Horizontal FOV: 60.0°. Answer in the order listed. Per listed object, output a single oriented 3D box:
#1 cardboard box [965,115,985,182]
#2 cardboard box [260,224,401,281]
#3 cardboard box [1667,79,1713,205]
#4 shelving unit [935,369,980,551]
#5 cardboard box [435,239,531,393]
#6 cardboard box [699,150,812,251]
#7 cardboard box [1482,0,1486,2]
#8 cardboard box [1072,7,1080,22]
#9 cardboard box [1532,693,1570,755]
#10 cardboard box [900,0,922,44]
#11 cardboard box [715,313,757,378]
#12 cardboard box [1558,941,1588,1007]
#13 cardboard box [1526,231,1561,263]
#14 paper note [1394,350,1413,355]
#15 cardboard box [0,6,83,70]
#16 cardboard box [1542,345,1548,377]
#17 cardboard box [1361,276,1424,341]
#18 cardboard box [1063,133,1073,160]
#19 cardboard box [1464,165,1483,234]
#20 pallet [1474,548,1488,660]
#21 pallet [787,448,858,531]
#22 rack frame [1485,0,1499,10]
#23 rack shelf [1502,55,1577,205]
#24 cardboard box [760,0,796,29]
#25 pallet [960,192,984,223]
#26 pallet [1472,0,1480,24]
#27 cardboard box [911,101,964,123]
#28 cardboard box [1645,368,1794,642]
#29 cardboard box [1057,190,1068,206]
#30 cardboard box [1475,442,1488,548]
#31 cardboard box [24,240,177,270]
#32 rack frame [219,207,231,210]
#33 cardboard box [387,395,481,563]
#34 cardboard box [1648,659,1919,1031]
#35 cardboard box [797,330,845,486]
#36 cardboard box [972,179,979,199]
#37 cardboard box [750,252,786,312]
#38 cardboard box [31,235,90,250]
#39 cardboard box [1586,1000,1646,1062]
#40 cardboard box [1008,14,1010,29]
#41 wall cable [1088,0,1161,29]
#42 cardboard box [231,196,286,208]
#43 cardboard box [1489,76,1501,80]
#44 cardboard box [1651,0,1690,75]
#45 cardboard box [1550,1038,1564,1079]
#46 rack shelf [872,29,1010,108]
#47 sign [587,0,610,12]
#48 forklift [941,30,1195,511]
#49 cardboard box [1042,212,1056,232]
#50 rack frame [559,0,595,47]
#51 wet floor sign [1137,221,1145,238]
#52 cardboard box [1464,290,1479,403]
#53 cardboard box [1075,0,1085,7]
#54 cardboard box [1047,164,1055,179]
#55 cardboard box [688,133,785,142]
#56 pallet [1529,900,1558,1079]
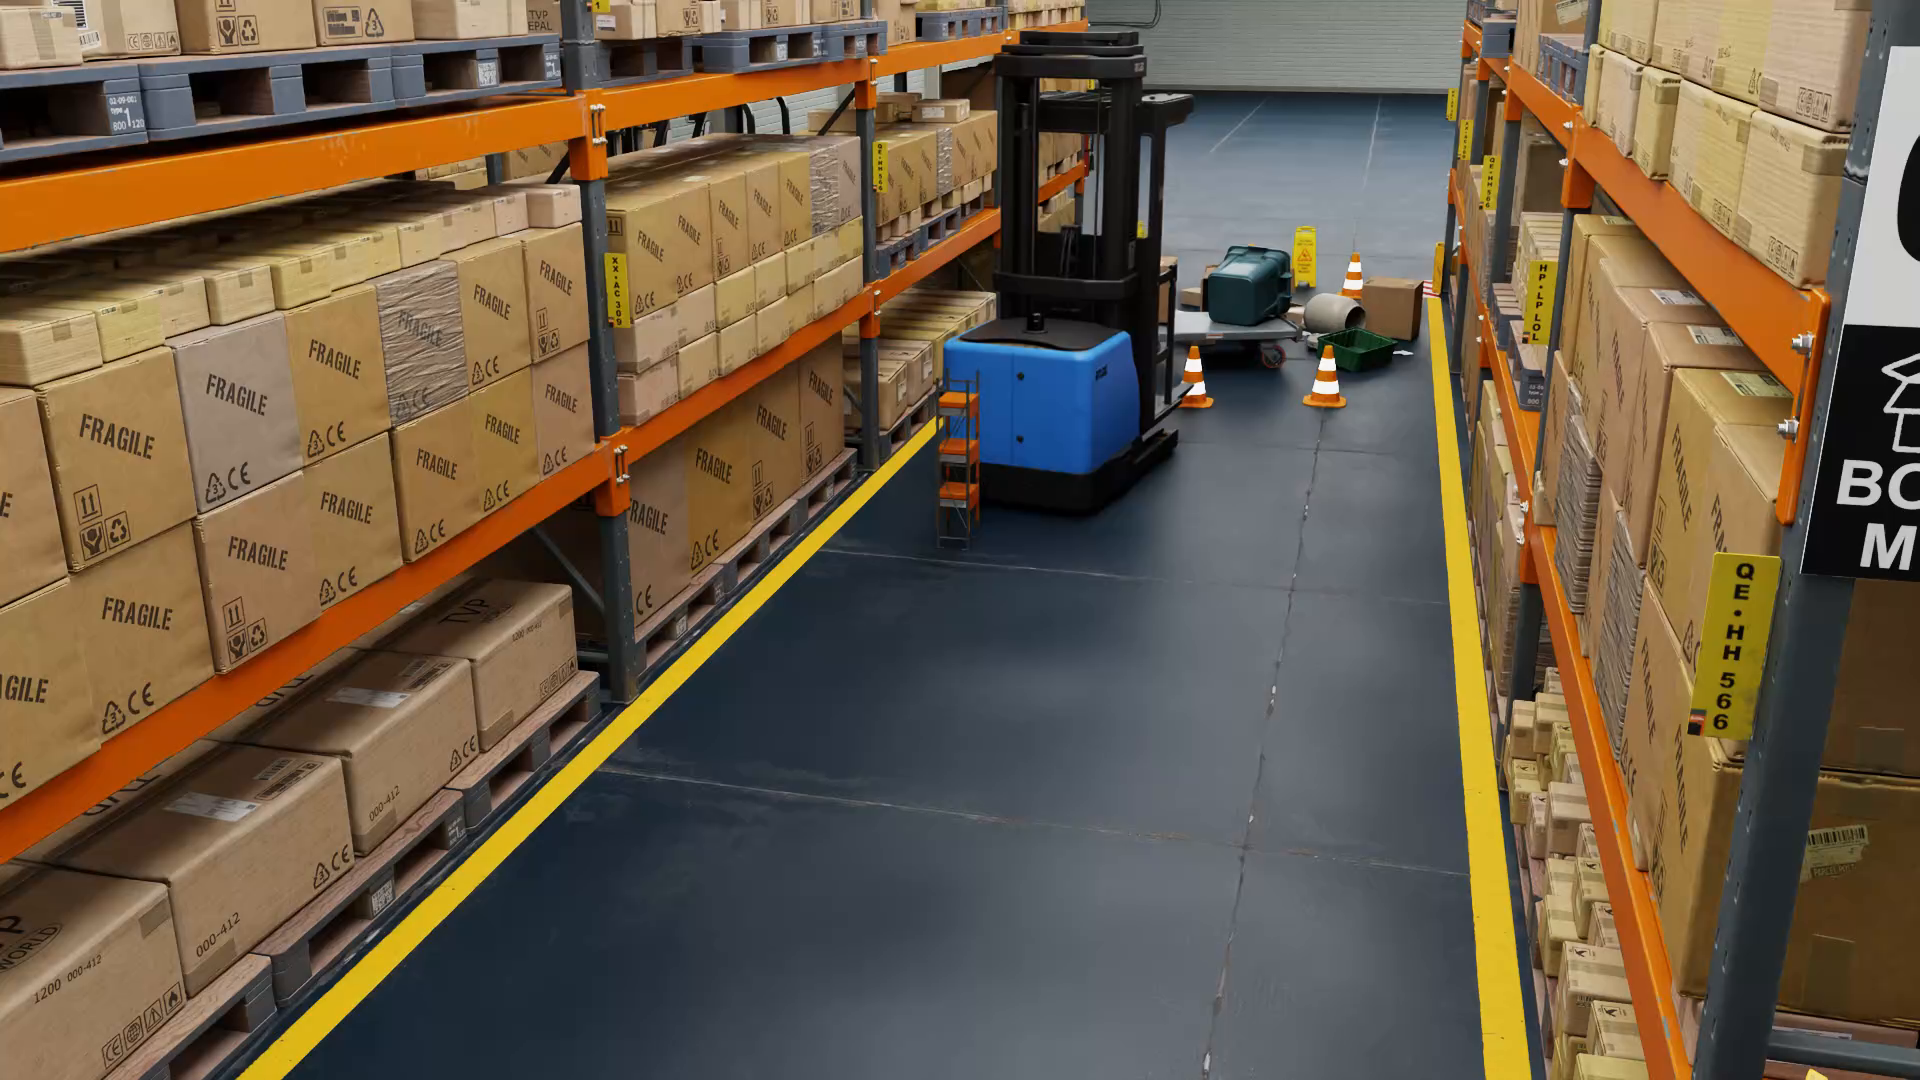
[{"bbox_3d":[-0.094,-3.263,13.835,0.500,0.500,0.500,5,19,14],"label":"cardboard box"},{"bbox_3d":[-2.179,-0.997,5.761,0.380,0.149,0.250,4,19,12],"label":"cardboard box"},{"bbox_3d":[1.915,-0.901,3.776,0.500,0.250,0.500,6,20,16],"label":"cardboard box"},{"bbox_3d":[-0.013,-0.480,9.969,0.215,1.050,0.252,5,19,13],"label":"shelving unit"},{"bbox_3d":[-2.018,-0.879,6.420,0.500,0.500,0.500,4,19,13],"label":"cardboard box"},{"bbox_3d":[-1.179,-1.962,9.590,0.500,0.500,0.500,5,19,13],"label":"cardboard box"},{"bbox_3d":[4.520,-4.521,13.728,0.380,0.149,0.250,5,19,13],"label":"cardboard box"},{"bbox_3d":[1.048,-5.534,17.498,0.380,0.149,0.250,5,19,14],"label":"cardboard box"},{"bbox_3d":[2.376,0.714,6.296,0.380,0.149,0.250,6,20,16],"label":"cardboard box"},{"bbox_3d":[-0.716,-3.890,12.134,0.797,0.503,0.637,5,19,13],"label":"cardboard box"},{"bbox_3d":[-1.409,-1.055,8.867,0.500,0.250,0.500,4,19,13],"label":"cardboard box"},{"bbox_3d":[1.981,1.342,4.918,0.380,0.149,0.250,6,20,16],"label":"cardboard box"},{"bbox_3d":[3.270,-1.569,8.960,0.380,0.149,0.250,4,19,11],"label":"cardboard box"},{"bbox_3d":[4.027,-1.713,15.154,0.147,0.020,0.142,-9,21,-24],"label":"paper note"},{"bbox_3d":[-2.527,-1.303,4.305,0.380,0.149,0.250,5,20,15],"label":"cardboard box"},{"bbox_3d":[2.878,-0.786,7.586,0.380,0.149,0.250,4,19,11],"label":"cardboard box"},{"bbox_3d":[4.125,-2.221,15.913,0.500,0.500,0.500,8,21,23],"label":"cardboard box"},{"bbox_3d":[0.901,-4.288,17.486,0.500,0.500,0.500,5,19,14],"label":"cardboard box"},{"bbox_3d":[4.351,-2.739,13.411,0.500,0.500,0.500,5,19,14],"label":"cardboard box"},{"bbox_3d":[3.271,0.364,8.795,1.003,0.211,1.213,5,19,13],"label":"pallet"},{"bbox_3d":[-1.327,-0.380,10.974,1.003,0.211,1.213,5,19,13],"label":"pallet"},{"bbox_3d":[4.741,-5.674,12.878,1.000,3.000,0.127,5,19,13],"label":"rack frame"},{"bbox_3d":[3.275,-2.034,7.974,1.077,0.370,4.000,5,19,13],"label":"rack shelf"},{"bbox_3d":[-1.211,-3.031,8.976,0.500,0.500,0.500,5,19,14],"label":"cardboard box"},{"bbox_3d":[-0.412,-2.876,14.263,1.003,0.211,1.213,5,19,13],"label":"pallet"},{"bbox_3d":[5.251,-4.850,15.242,1.003,0.211,1.213,5,19,13],"label":"pallet"},{"bbox_3d":[-0.178,-3.421,13.294,0.380,0.149,0.250,4,19,11],"label":"cardboard box"},{"bbox_3d":[1.803,-0.057,3.553,0.500,0.500,0.500,4,19,12],"label":"cardboard box"},{"bbox_3d":[0.926,-3.616,17.573,0.380,0.149,0.250,5,20,15],"label":"cardboard box"},{"bbox_3d":[3.224,-0.238,9.461,0.500,0.500,0.500,5,19,14],"label":"cardboard box"},{"bbox_3d":[-2.781,-0.874,5.401,0.380,0.149,0.250,5,20,15],"label":"cardboard box"},{"bbox_3d":[-5.875,-2.332,12.373,1.000,3.000,0.127,5,19,13],"label":"rack frame"},{"bbox_3d":[-2.133,-0.248,6.120,0.500,0.500,0.500,4,19,13],"label":"cardboard box"},{"bbox_3d":[1.669,0.577,3.244,0.500,0.500,0.500,5,20,14],"label":"cardboard box"},{"bbox_3d":[-1.311,-0.924,10.890,0.875,0.875,0.875,4,19,13],"label":"cardboard box"},{"bbox_3d":[-0.052,-2.926,13.854,0.380,0.149,0.250,4,19,12],"label":"cardboard box"},{"bbox_3d":[-1.287,-1.449,9.247,0.500,0.250,0.500,4,19,12],"label":"cardboard box"},{"bbox_3d":[-6.095,-2.053,10.748,0.797,0.503,0.637,4,19,12],"label":"cardboard box"},{"bbox_3d":[1.874,1.367,4.385,0.380,0.149,0.250,4,19,11],"label":"cardboard box"},{"bbox_3d":[0.233,-4.574,14.687,0.380,0.149,0.250,4,19,13],"label":"cardboard box"},{"bbox_3d":[4.367,-16.284,48.743,3.097,2.526,0.112,5,19,13],"label":"wall cable"},{"bbox_3d":[-5.506,-2.615,12.662,0.500,0.250,0.500,5,19,13],"label":"cardboard box"},{"bbox_3d":[5.151,-3.870,14.975,0.875,0.550,0.550,5,19,13],"label":"cardboard box"},{"bbox_3d":[2.061,-1.302,4.176,0.500,0.250,0.500,4,19,11],"label":"cardboard box"},{"bbox_3d":[1.897,1.567,4.720,0.380,0.149,0.250,4,19,11],"label":"cardboard box"},{"bbox_3d":[-0.573,-3.647,12.696,1.077,0.370,4.000,5,19,13],"label":"rack shelf"},{"bbox_3d":[-1.500,-2.345,6.850,0.100,0.325,0.005,5,19,13],"label":"sign"},{"bbox_3d":[0.932,-2.009,11.535,1.130,2.935,3.031,8,20,22],"label":"forklift"},{"bbox_3d":[0.696,-3.108,17.089,0.500,0.500,0.500,4,19,12],"label":"cardboard box"},{"bbox_3d":[-2.039,-3.526,6.589,1.000,3.000,0.127,5,19,13],"label":"rack frame"},{"bbox_3d":[1.977,-3.309,18.878,0.267,0.644,0.232,12,22,32],"label":"wet floor sign"},{"bbox_3d":[4.437,-1.466,12.669,1.050,0.750,0.750,5,19,13],"label":"cardboard box"},{"bbox_3d":[1.030,-5.756,17.530,0.500,0.250,0.500,4,19,13],"label":"cardboard box"},{"bbox_3d":[0.765,-3.789,17.028,0.380,0.149,0.250,4,19,13],"label":"cardboard box"},{"bbox_3d":[-1.419,-2.326,10.655,0.500,0.500,0.500,4,19,12],"label":"cardboard box"},{"bbox_3d":[2.360,1.589,5.210,1.003,0.211,1.213,5,19,13],"label":"pallet"}]
